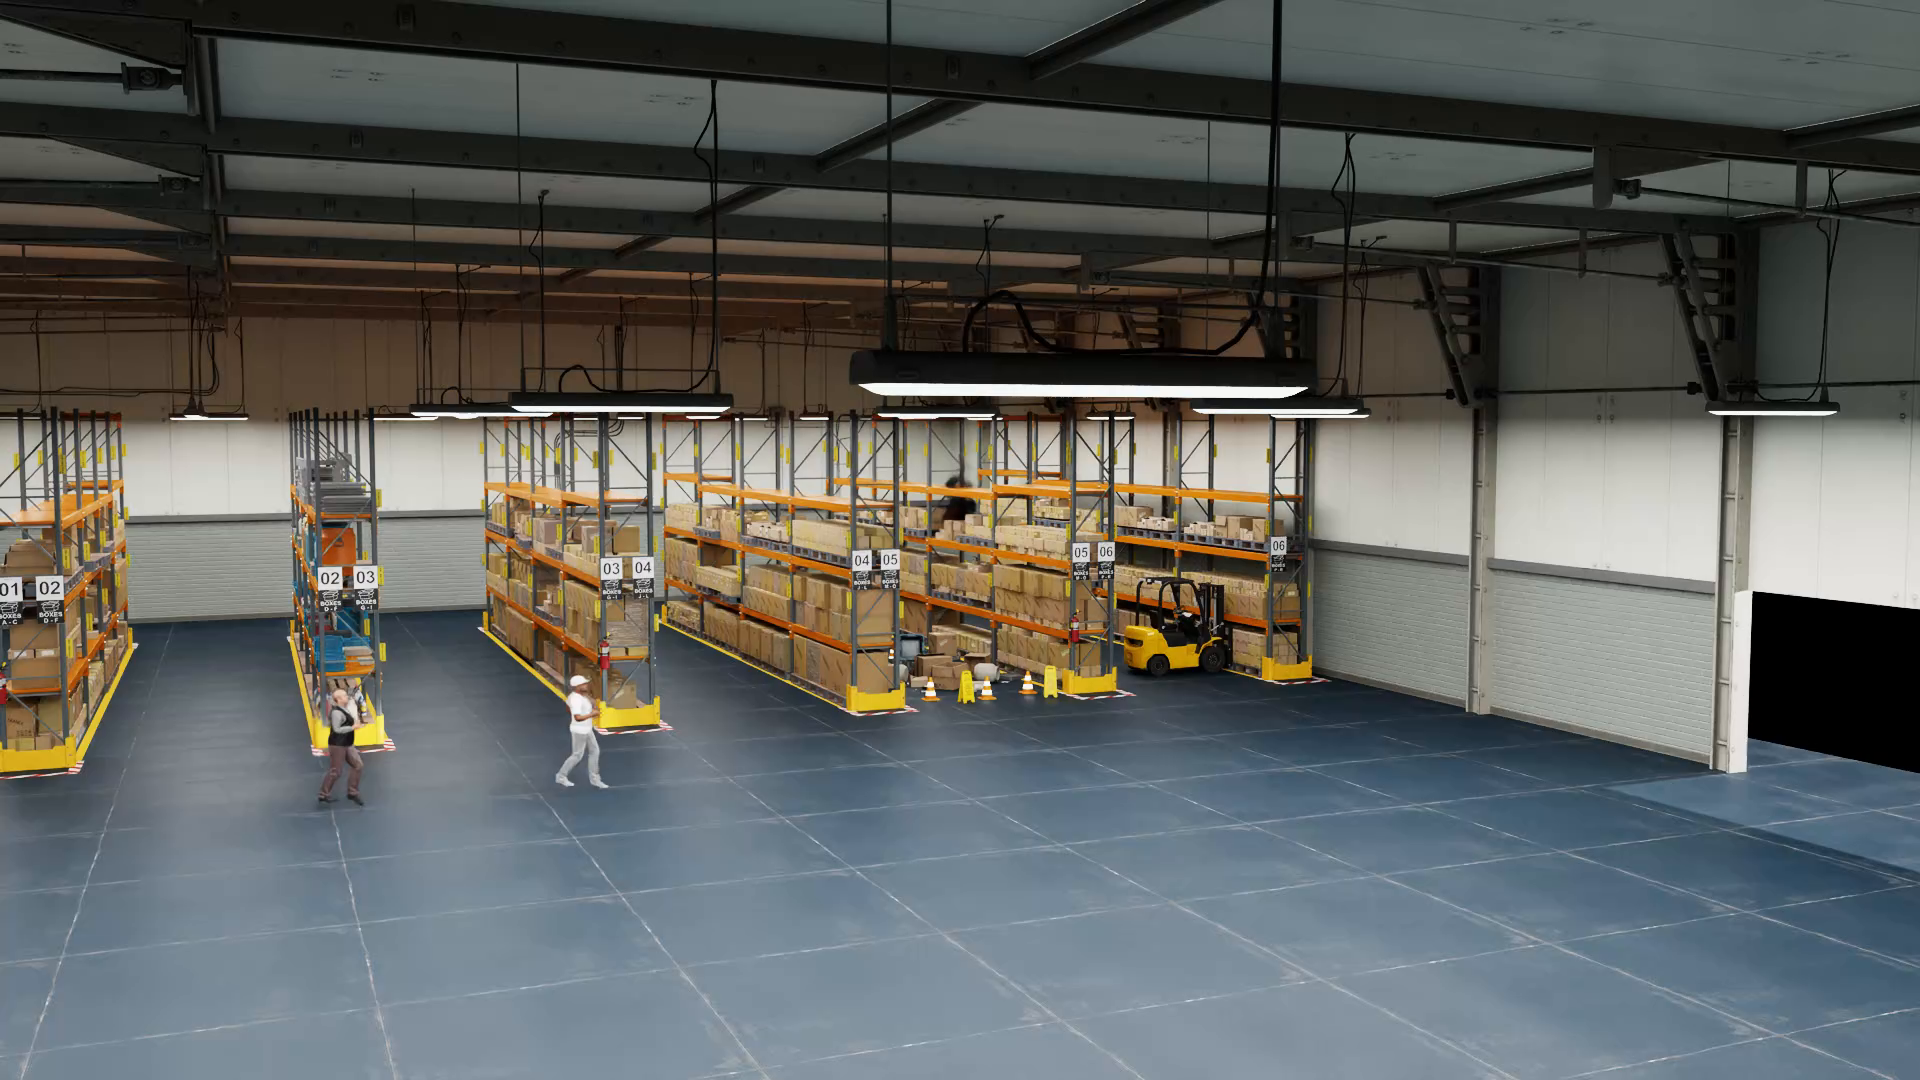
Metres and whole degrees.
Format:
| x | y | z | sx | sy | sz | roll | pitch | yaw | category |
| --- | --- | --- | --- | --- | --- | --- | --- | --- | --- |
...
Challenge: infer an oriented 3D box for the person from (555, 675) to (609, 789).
| x | y | z | sx | sy | sz | roll | pitch | yaw | category |
| --- | --- | --- | --- | --- | --- | --- | --- | --- | --- |
| -5.904 | 3.009 | 25.910 | 0.802 | 1.807 | 0.684 | 0 | 4 | -1 | person |

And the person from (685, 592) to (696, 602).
| x | y | z | sx | sy | sz | roll | pitch | yaw | category |
| --- | --- | --- | --- | --- | --- | --- | --- | --- | --- |
| -7.936 | 1.470 | 49.331 | 0.689 | 1.587 | 0.675 | 1 | 4 | 18 | person |

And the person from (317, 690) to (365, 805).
| x | y | z | sx | sy | sz | roll | pitch | yaw | category |
| --- | --- | --- | --- | --- | --- | --- | --- | --- | --- |
| -9.253 | 3.161 | 24.903 | 0.729 | 1.696 | 0.649 | 0 | 4 | -3 | person |

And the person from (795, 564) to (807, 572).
| x | y | z | sx | sy | sz | roll | pitch | yaw | category |
| --- | --- | --- | --- | --- | --- | --- | --- | --- | --- |
| -5.013 | 1.264 | 50.915 | 0.922 | 1.813 | 0.731 | -1 | 4 | -16 | person |
